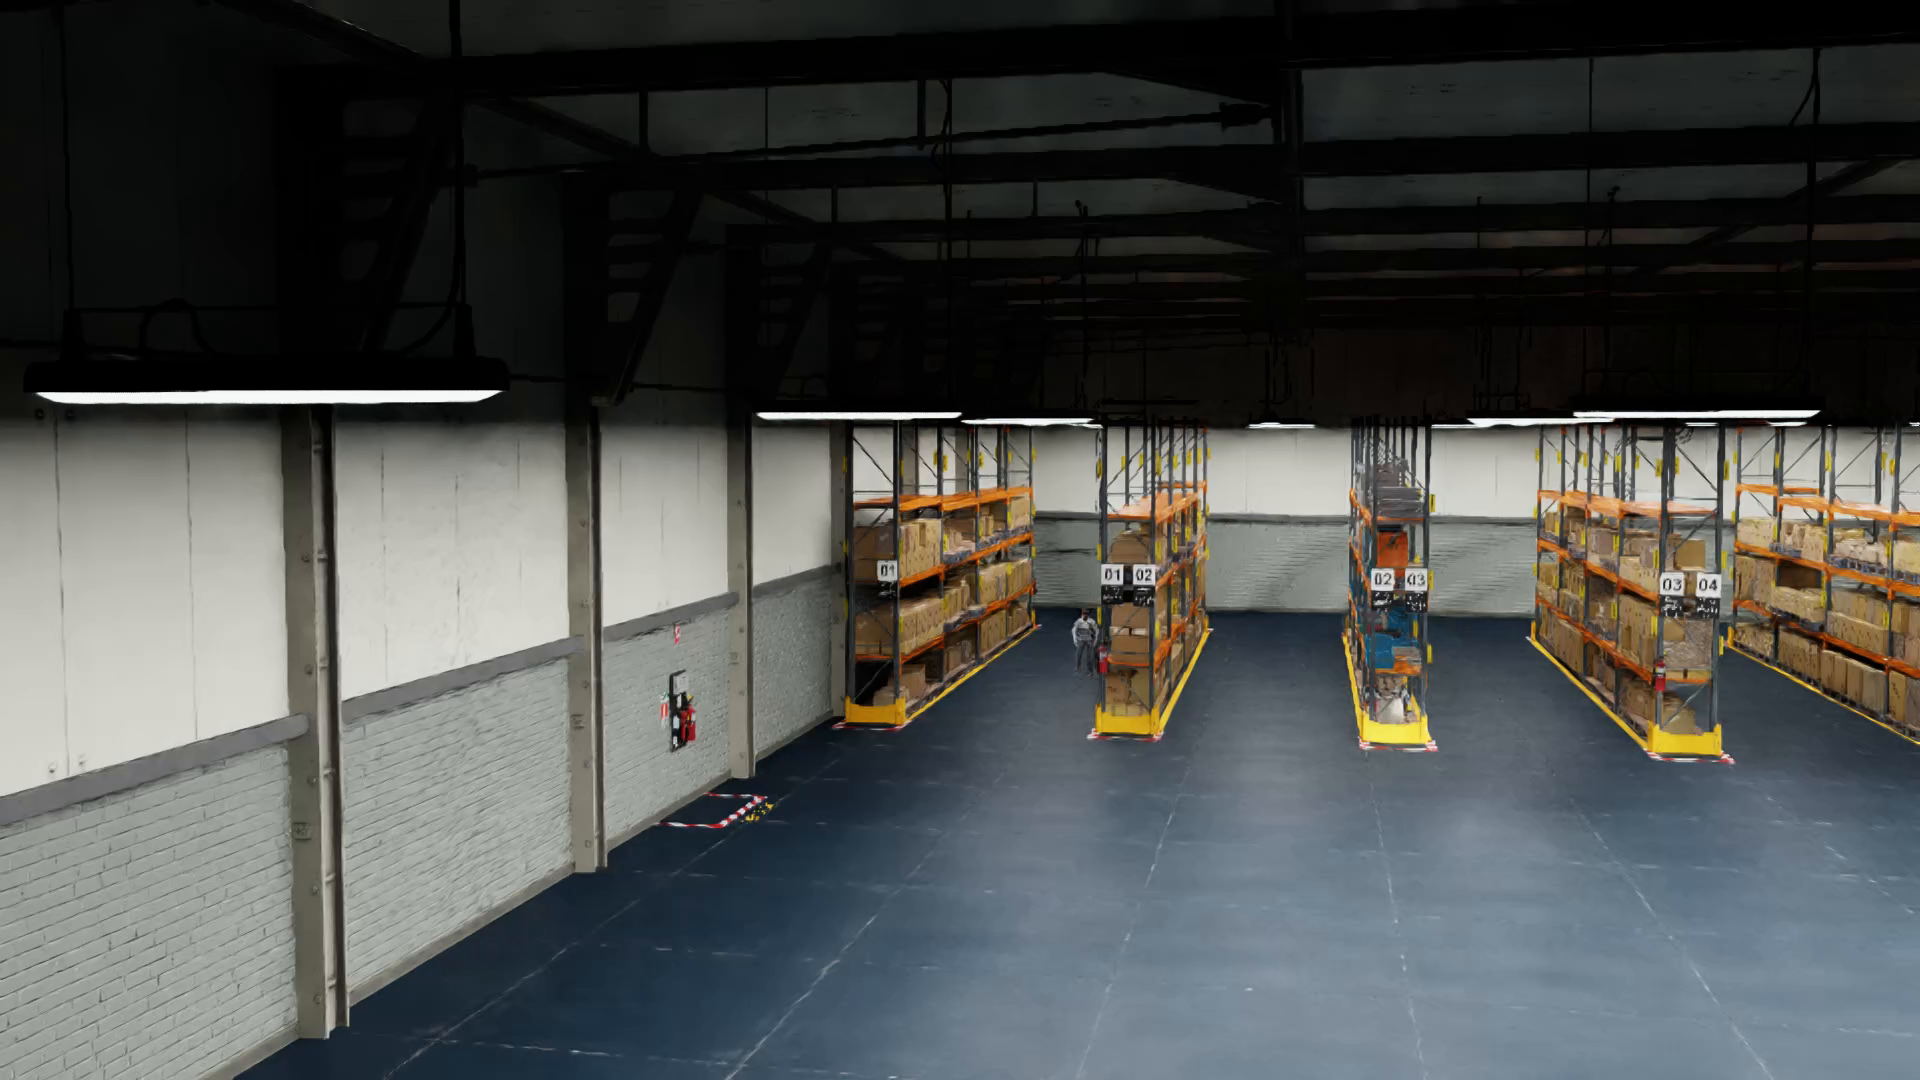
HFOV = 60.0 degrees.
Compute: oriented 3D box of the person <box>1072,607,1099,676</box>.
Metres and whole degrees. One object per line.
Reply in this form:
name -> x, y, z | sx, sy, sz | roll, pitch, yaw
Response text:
person -> 2.906, 2.347, 38.564 | 0.639, 1.632, 0.512 | 1, 4, 10
